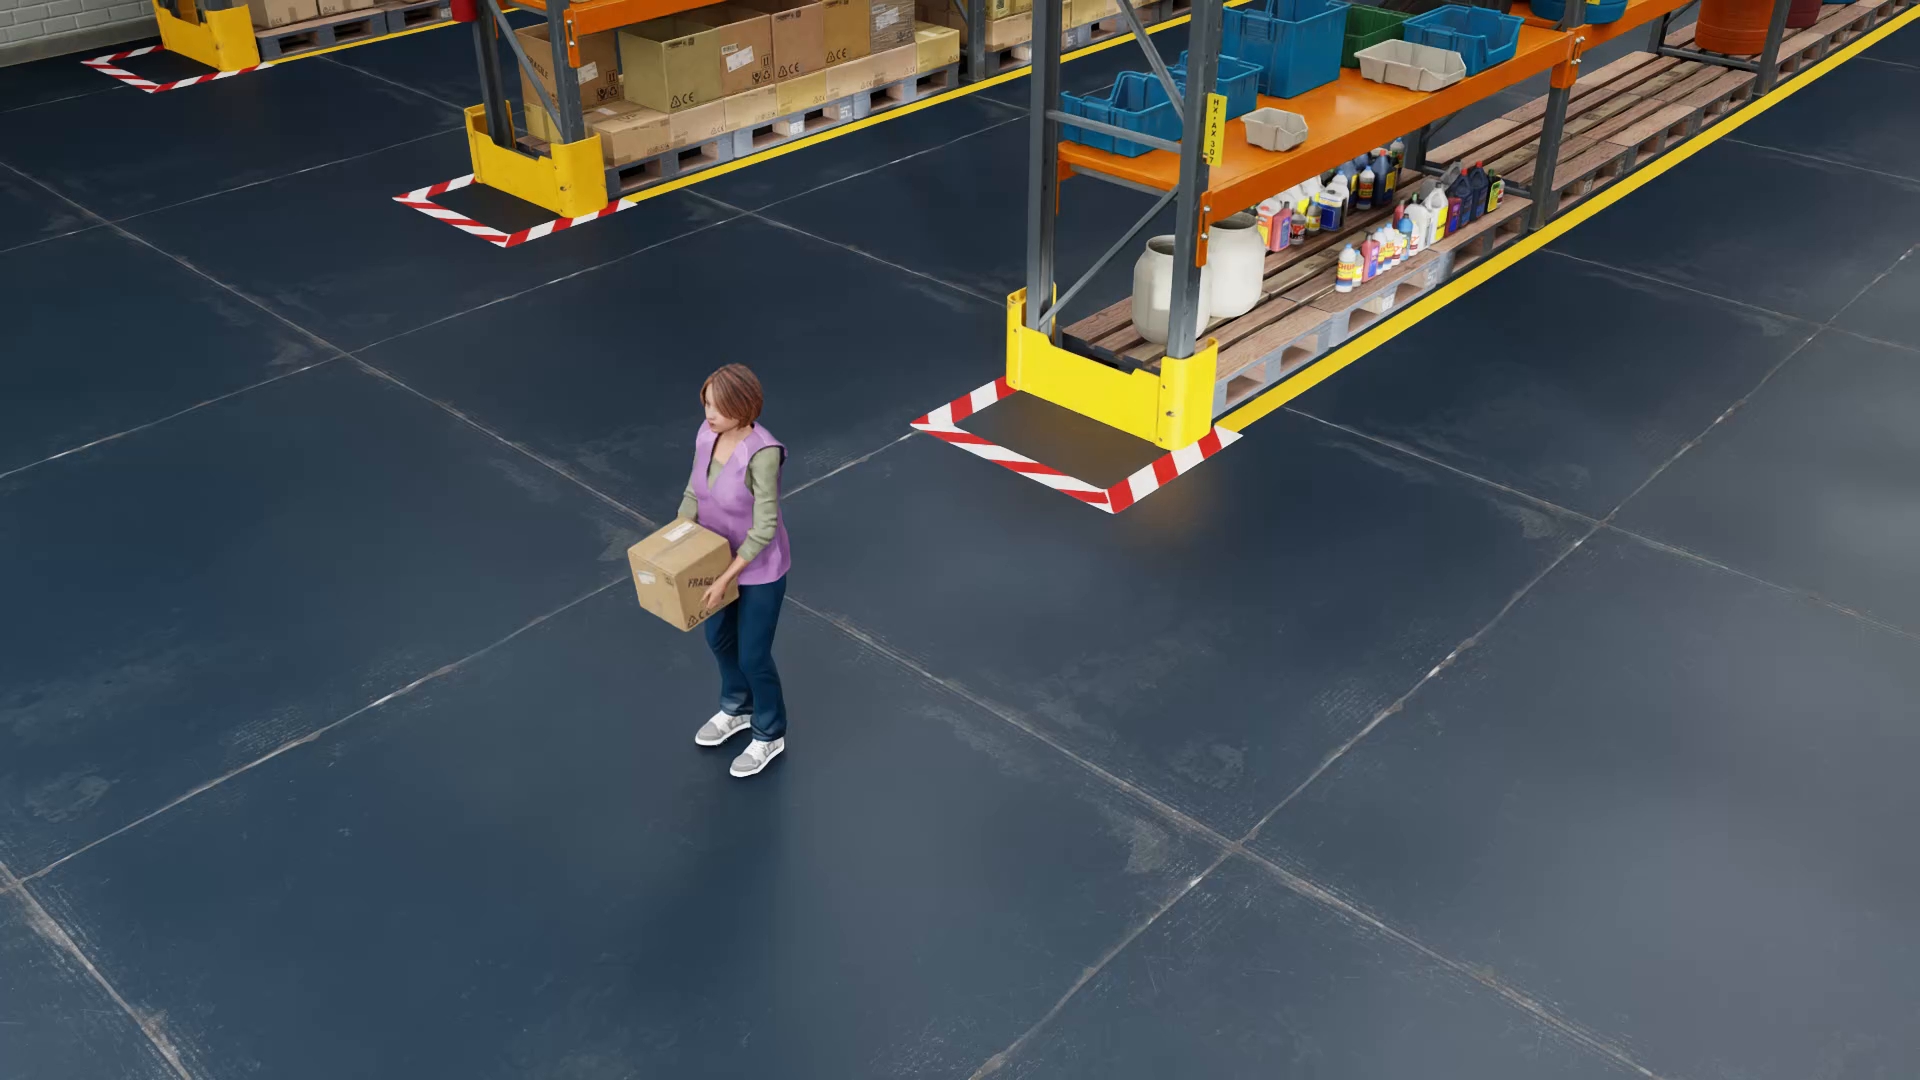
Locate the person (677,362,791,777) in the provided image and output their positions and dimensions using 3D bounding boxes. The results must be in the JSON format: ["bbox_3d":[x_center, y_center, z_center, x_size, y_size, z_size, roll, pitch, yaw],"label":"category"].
[{"bbox_3d":[-0.829,0.126,5.932,0.440,1.602,0.461,25,40,34],"label":"person"}]
